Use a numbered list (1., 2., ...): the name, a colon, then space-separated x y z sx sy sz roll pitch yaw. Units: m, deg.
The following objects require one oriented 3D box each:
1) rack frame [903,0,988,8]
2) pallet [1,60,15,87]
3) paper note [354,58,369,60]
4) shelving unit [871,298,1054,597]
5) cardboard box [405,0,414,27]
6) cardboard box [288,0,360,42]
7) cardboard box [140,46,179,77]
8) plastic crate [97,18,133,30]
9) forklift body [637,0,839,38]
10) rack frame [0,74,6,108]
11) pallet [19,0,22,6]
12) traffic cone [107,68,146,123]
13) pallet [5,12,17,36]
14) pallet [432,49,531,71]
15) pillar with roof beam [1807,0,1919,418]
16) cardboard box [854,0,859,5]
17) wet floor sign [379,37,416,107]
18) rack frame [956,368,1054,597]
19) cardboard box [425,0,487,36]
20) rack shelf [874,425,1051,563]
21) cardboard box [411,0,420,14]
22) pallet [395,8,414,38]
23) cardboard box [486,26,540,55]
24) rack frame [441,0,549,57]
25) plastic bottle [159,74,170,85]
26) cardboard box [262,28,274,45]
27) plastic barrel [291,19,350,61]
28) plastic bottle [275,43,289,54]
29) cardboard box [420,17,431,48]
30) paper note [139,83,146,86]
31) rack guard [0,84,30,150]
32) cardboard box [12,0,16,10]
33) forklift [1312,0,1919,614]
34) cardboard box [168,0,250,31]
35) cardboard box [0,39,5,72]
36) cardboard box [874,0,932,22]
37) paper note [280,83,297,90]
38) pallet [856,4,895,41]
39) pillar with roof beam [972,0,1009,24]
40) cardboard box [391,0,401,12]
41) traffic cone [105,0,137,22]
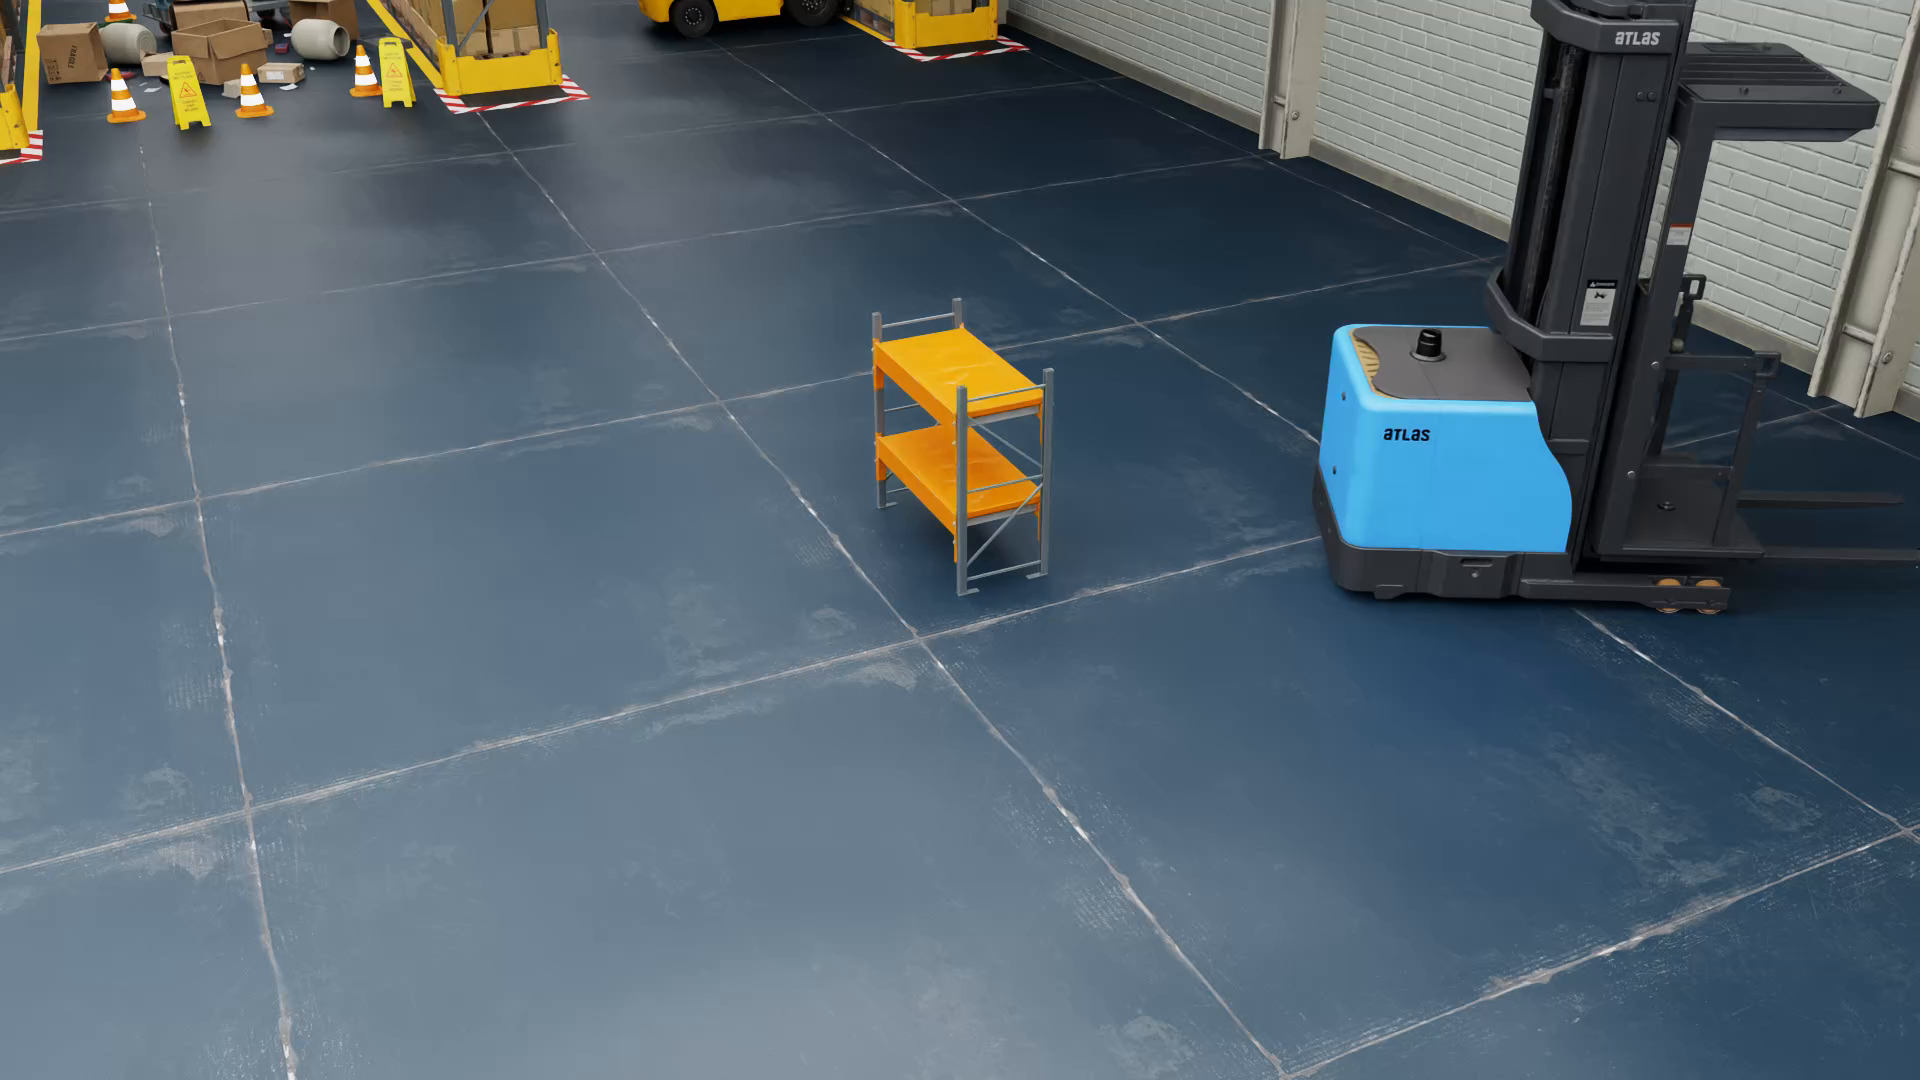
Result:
1. rack frame: -0.162 -6.968 18.110 1.000 3.000 0.127 -13 32 -22
2. pallet: -10.005 -4.499 16.557 1.003 0.211 1.213 -13 32 -22
3. paper note: -6.489 -5.235 18.054 0.148 0.019 0.142 26 38 38
4. shelving unit: -0.003 -0.494 8.480 0.538 1.125 1.048 -13 32 -22
5. cardboard box: -5.882 -5.890 18.570 0.500 0.250 0.500 -14 32 -23
6. cardboard box: -7.130 -5.843 18.656 0.500 0.500 0.500 7 30 13
7. cardboard box: -8.387 -5.042 17.470 0.396 0.266 0.258 -8 30 -13
8. plastic crate: -9.530 -5.604 18.493 0.450 0.188 0.662 -7 28 9
9. forklift body: -2.624 -7.053 19.128 2.313 2.155 1.214 -13 32 -22
10. rack frame: -9.071 -4.840 14.315 1.000 3.000 0.127 -13 32 -22
11. pallet: -12.235 -6.794 20.650 1.003 0.211 1.213 -13 32 -22
12. traffic cone: -8.016 -4.267 15.885 0.336 0.463 0.334 -13 32 -22
13. pallet: -11.187 -5.716 18.728 1.003 0.211 1.213 -13 32 -22
14. pallet: -4.993 -5.108 17.643 1.003 0.211 1.213 -13 32 -22
15. pillar with roof beam: 1.616 -3.877 6.463 9.100 9.000 0.400 -13 32 -22
16. cardboard box: -1.061 -6.538 19.724 0.500 0.250 0.500 -13 32 -21
17. wet floor sign: -5.528 -4.589 16.274 0.267 0.644 0.232 -3 29 -5
18. rack frame: 0.215 -0.269 8.080 0.500 1.125 0.032 -13 32 -22
19. cardboard box: -5.223 -5.534 17.168 0.500 0.500 0.500 -13 32 -22
20. rack shelf: -0.003 -0.280 8.600 0.538 0.278 1.000 -13 32 -22
21. cardboard box: -5.661 -5.989 17.978 0.500 0.500 0.500 -14 32 -23
22. pallet: -6.041 -6.186 19.565 1.003 0.211 1.213 -13 32 -22
23. cardboard box: -4.740 -5.323 17.557 0.500 0.250 0.500 -13 32 -22
24. rack frame: -4.644 -5.924 16.248 1.000 3.000 0.127 -13 32 -22
25. plastic bottle: -8.177 -4.760 17.176 0.283 0.061 0.133 26 38 38
26. cardboard box: -7.950 -5.688 18.622 0.396 0.266 0.258 13 32 21
27. plastic barrel: -6.898 -5.395 17.938 0.512 0.421 0.421 7 30 13
28. plastic bottle: -7.501 -5.446 18.399 0.133 0.061 0.283 -8 30 -13
29. cardboard box: -5.449 -5.439 17.765 0.500 0.250 0.500 -13 32 -22
30. paper note: -8.398 -4.690 17.103 0.032 0.001 0.123 2 29 4
31. rack guard: -9.061 -3.739 14.907 1.175 0.500 0.348 -13 32 -22
32. cardboard box: -11.547 -6.491 19.130 1.050 0.750 0.750 -13 32 -22
33. forklift: 3.392 -1.185 7.866 3.031 2.935 1.130 1 29 3
34. cardboard box: -8.093 -5.550 17.995 0.797 0.637 0.503 -13 32 -22
35. cardboard box: -10.191 -5.174 16.653 0.875 0.875 0.875 -13 32 -22
36. cardboard box: -0.649 -6.093 18.931 0.500 0.250 0.500 -13 32 -22
37. paper note: -6.847 -4.629 16.974 0.142 0.019 0.148 26 38 38
38. pallet: -0.528 -6.081 19.378 1.003 0.211 1.213 -13 32 -22
39. pillar with roof beam: -3.535 -9.178 15.916 9.100 9.000 0.400 -13 32 -22
40. cardboard box: -6.351 -6.358 19.403 0.500 0.250 0.500 -15 32 -24
41. traffic cone: -10.000 -6.410 19.708 0.336 0.463 0.334 -13 32 -22
